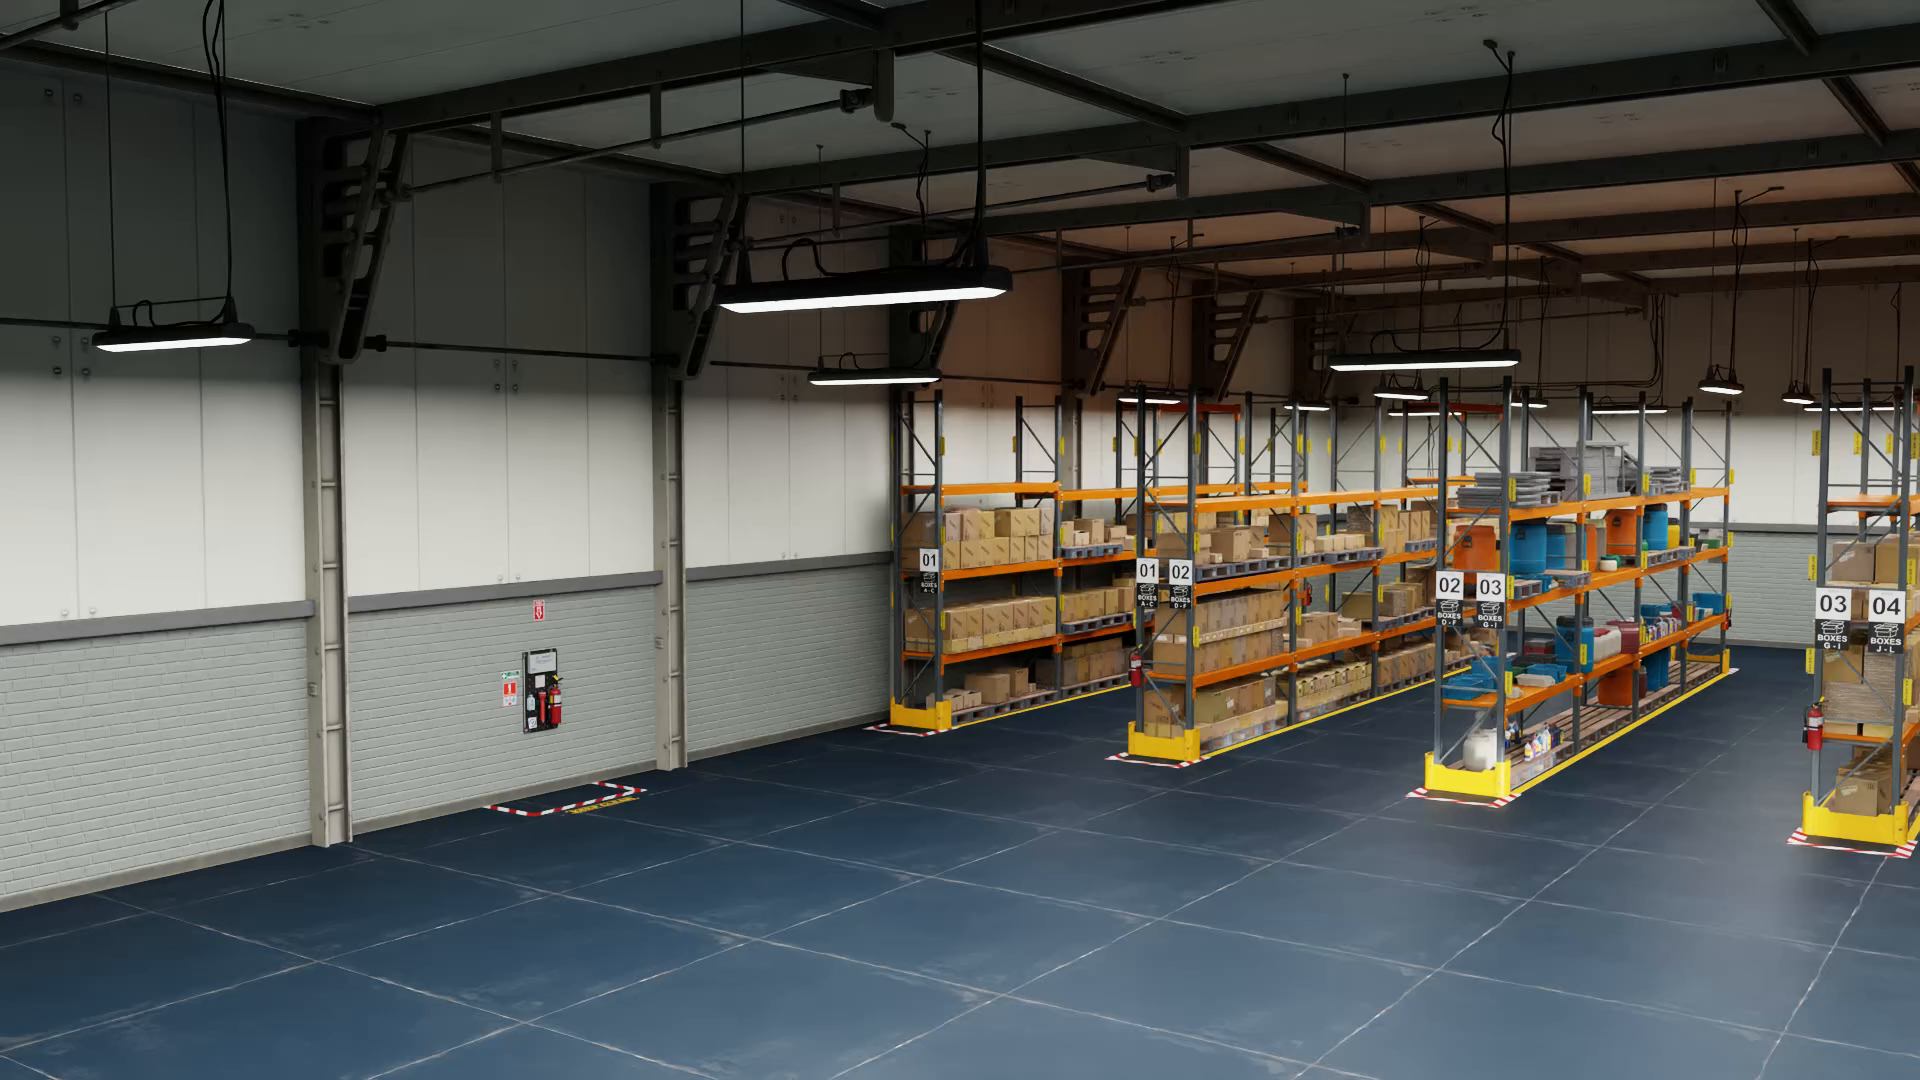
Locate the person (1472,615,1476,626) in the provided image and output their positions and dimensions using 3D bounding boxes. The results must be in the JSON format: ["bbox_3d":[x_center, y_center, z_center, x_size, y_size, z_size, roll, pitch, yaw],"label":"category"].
[{"bbox_3d":[13.096,1.832,42.047,0.416,1.578,0.612,-1,3,-15],"label":"person"}]

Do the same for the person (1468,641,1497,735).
[{"bbox_3d":[9.093,2.551,28.730,1.059,1.623,0.525,-2,4,-26],"label":"person"}]
